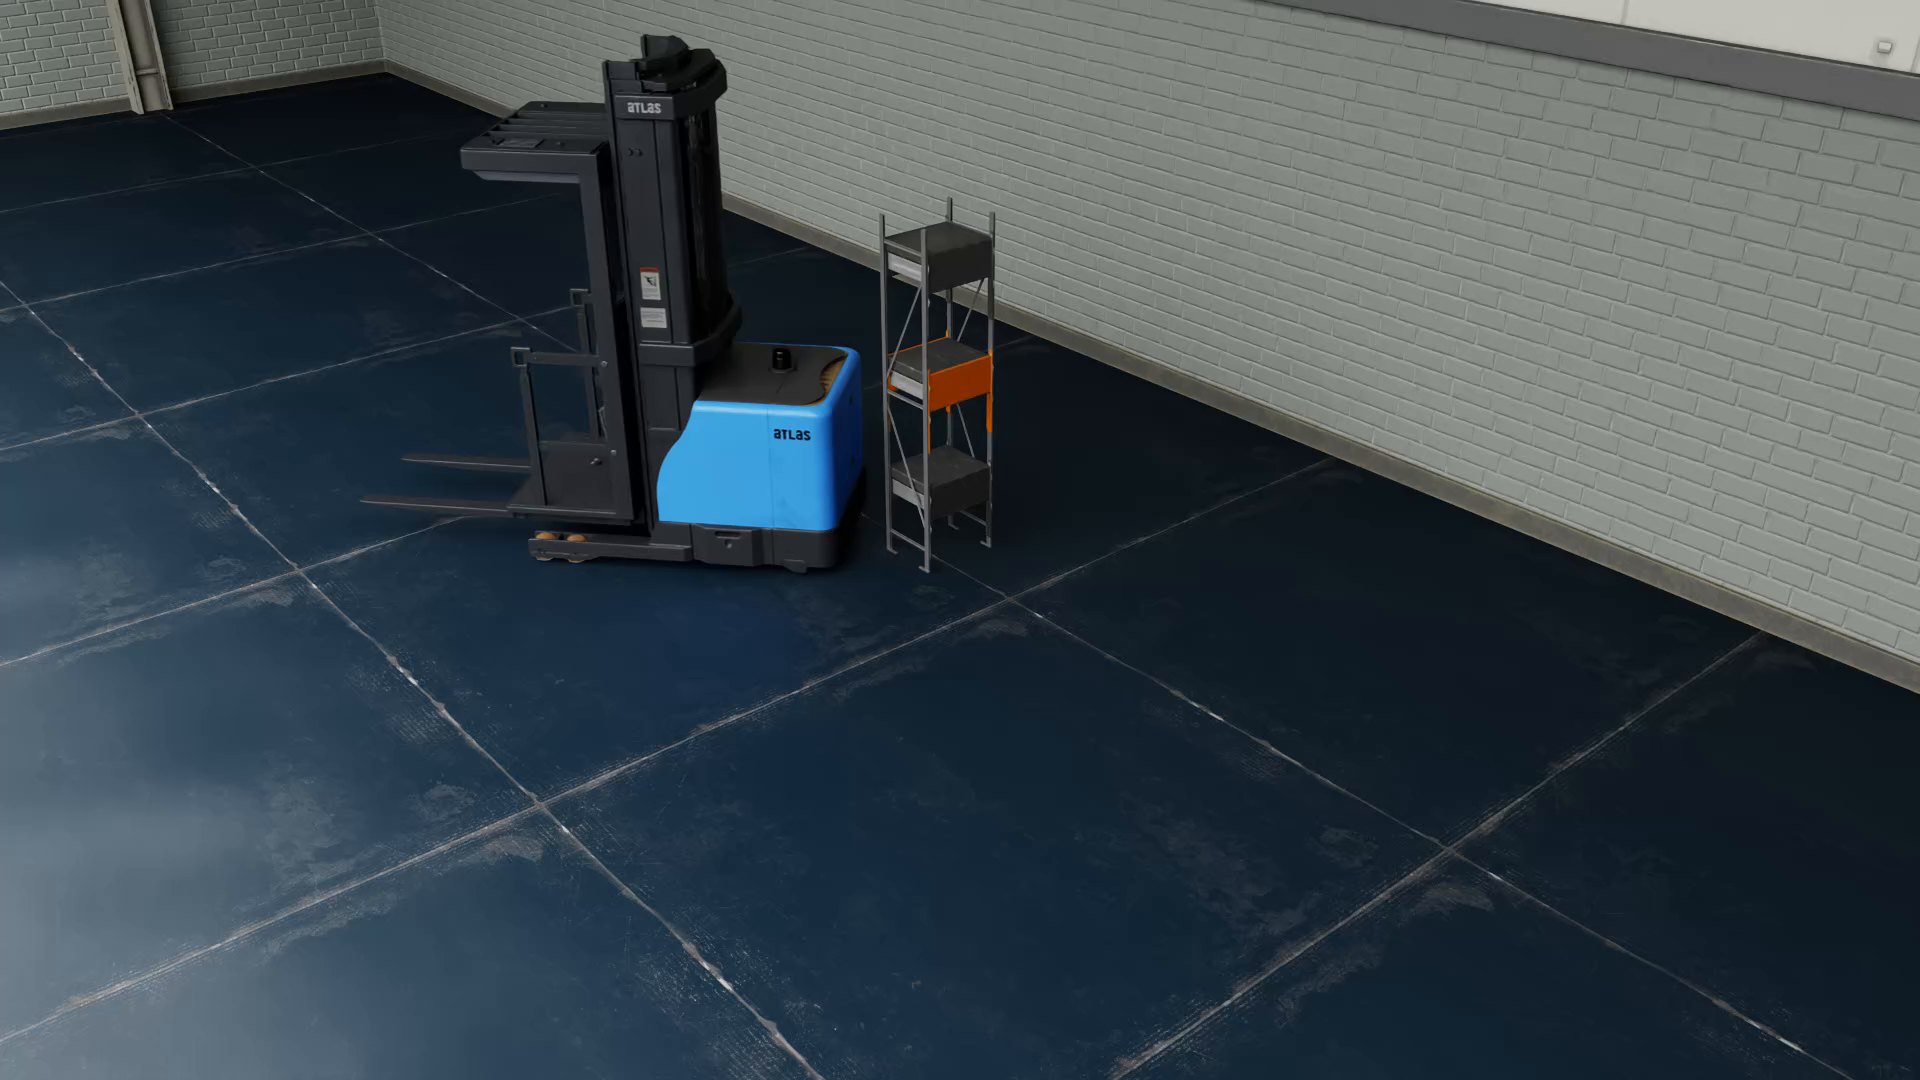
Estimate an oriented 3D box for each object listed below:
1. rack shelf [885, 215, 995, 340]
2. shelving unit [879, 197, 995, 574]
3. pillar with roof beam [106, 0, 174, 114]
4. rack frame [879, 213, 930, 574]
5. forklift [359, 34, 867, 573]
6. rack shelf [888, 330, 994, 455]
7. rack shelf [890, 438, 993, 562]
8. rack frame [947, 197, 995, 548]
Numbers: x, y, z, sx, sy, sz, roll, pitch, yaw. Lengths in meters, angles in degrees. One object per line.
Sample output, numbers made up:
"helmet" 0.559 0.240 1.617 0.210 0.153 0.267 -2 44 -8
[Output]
"rack shelf" -0.126 -1.481 9.337 0.480 0.518 0.431 -22 35 -35
"shelving unit" -0.126 -0.875 9.660 0.503 2.100 0.431 -22 35 -35
"pillar with roof beam" -6.863 -7.578 14.882 0.400 9.000 9.100 -22 35 -35
"rack frame" -0.312 -0.801 9.521 0.015 2.100 0.400 -22 35 -35
"forklift" -2.153 -1.397 9.755 3.031 2.935 1.130 4 28 7
"rack shelf" -0.126 -0.863 9.667 0.480 0.518 0.431 -22 35 -35
"rack shelf" -0.126 -0.246 9.997 0.480 0.518 0.431 -22 35 -35
"rack frame" 0.060 -0.950 9.800 0.015 2.100 0.400 -22 35 -35
